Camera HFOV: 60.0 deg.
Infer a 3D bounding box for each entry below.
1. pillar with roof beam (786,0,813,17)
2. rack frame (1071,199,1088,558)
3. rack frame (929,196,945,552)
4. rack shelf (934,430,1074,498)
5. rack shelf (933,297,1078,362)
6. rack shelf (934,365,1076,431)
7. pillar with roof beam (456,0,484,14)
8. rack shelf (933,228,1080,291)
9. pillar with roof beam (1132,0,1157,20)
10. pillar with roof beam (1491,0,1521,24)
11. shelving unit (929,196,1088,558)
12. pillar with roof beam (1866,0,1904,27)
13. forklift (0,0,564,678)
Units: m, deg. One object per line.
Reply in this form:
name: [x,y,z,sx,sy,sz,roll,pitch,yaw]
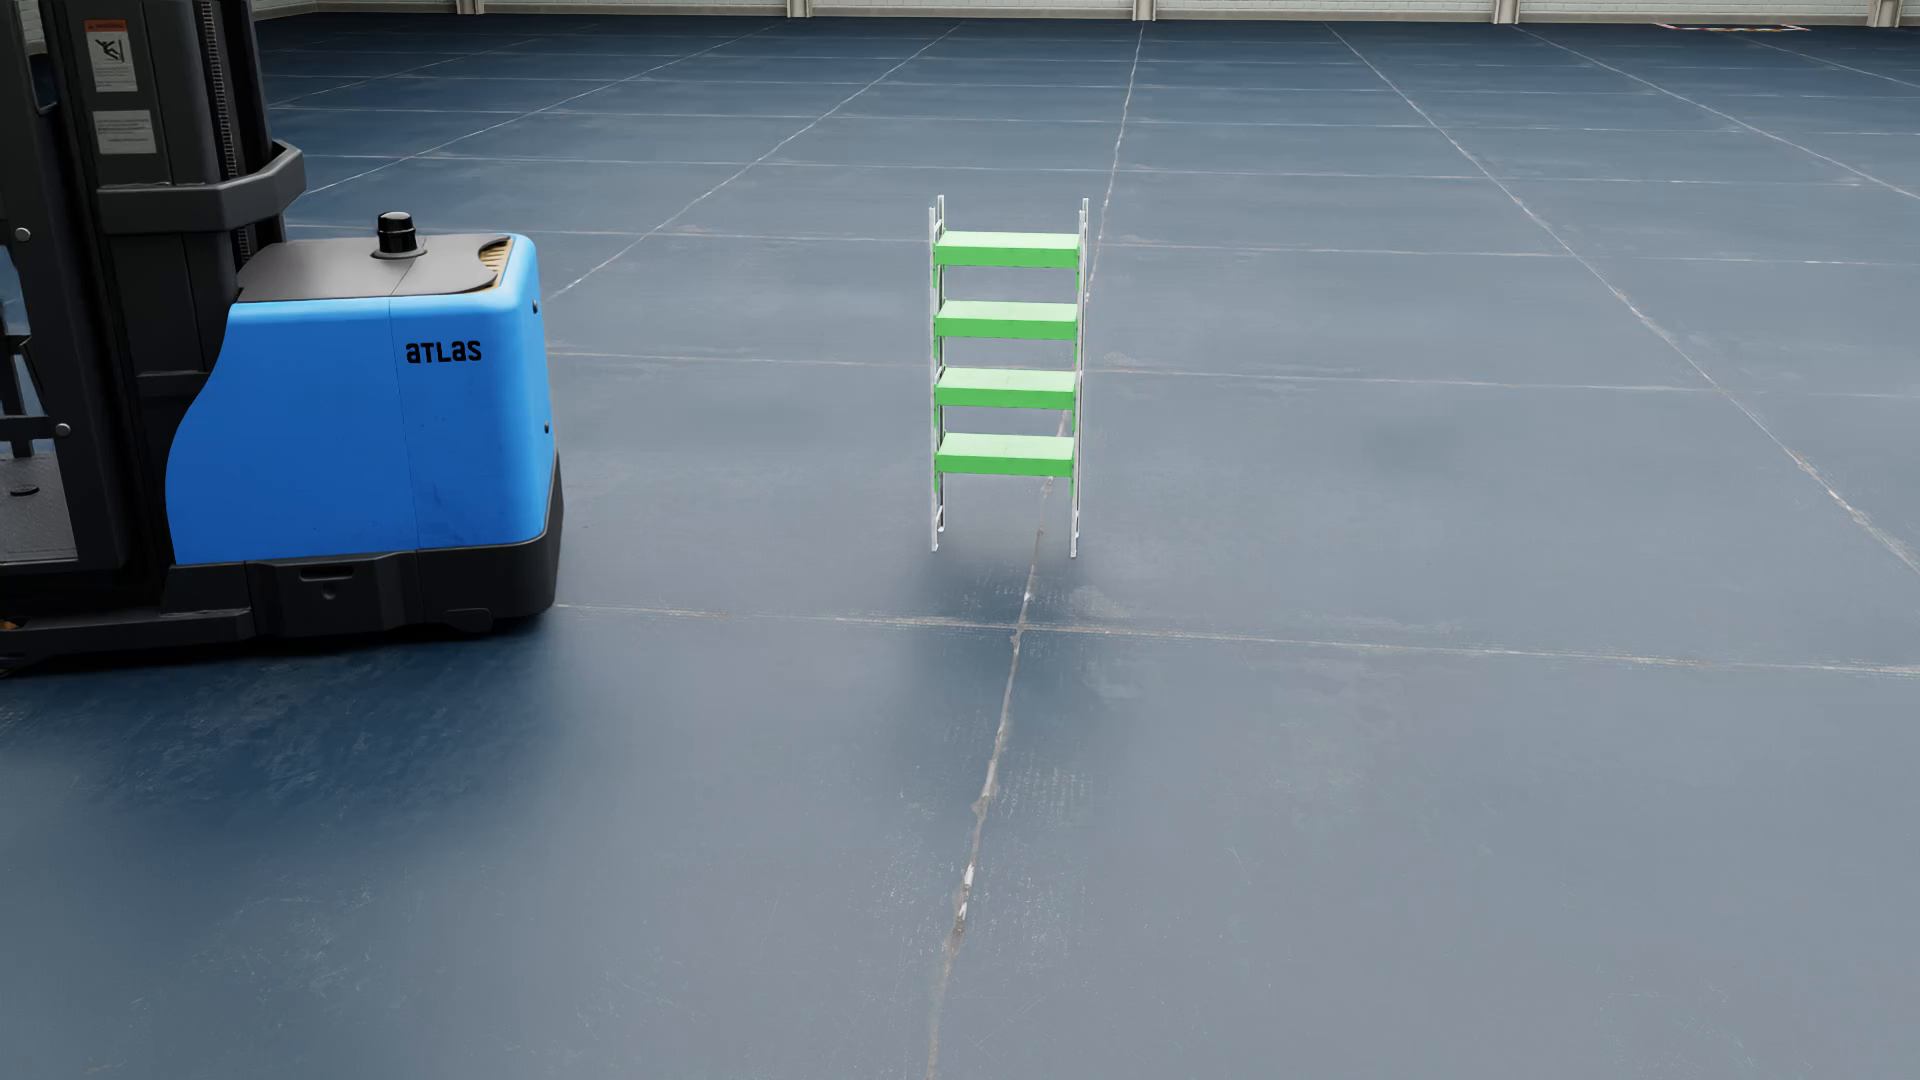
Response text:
pillar with roof beam: [-3.311,-11.790,23.523,0.400,9.000,9.100,2,22,6]
rack frame: [0.407,-0.540,5.674,0.015,1.200,0.240,2,22,6]
rack frame: [-0.078,-0.561,5.728,0.015,1.200,0.240,2,22,6]
rack shelf: [0.164,-0.268,5.813,0.480,0.148,0.258,2,22,6]
rack shelf: [0.164,-0.715,5.636,0.480,0.148,0.258,2,22,6]
rack shelf: [0.164,-0.491,5.725,0.480,0.148,0.258,2,22,6]
pillar with roof beam: [-9.269,-12.050,24.179,0.400,9.000,9.100,2,22,6]
rack shelf: [0.164,-0.938,5.548,0.480,0.148,0.258,2,22,6]
pillar with roof beam: [2.648,-11.531,22.866,0.400,9.000,9.100,2,22,6]
pillar with roof beam: [8.606,-11.271,22.209,0.400,9.000,9.100,2,22,6]
shelving unit: [0.164,-0.551,5.701,0.503,1.200,0.258,2,22,6]
pillar with roof beam: [14.564,-11.011,21.553,0.400,9.000,9.100,2,22,6]
forklift: [-2.849,-1.154,4.871,3.031,2.935,1.130,-4,22,-10]
